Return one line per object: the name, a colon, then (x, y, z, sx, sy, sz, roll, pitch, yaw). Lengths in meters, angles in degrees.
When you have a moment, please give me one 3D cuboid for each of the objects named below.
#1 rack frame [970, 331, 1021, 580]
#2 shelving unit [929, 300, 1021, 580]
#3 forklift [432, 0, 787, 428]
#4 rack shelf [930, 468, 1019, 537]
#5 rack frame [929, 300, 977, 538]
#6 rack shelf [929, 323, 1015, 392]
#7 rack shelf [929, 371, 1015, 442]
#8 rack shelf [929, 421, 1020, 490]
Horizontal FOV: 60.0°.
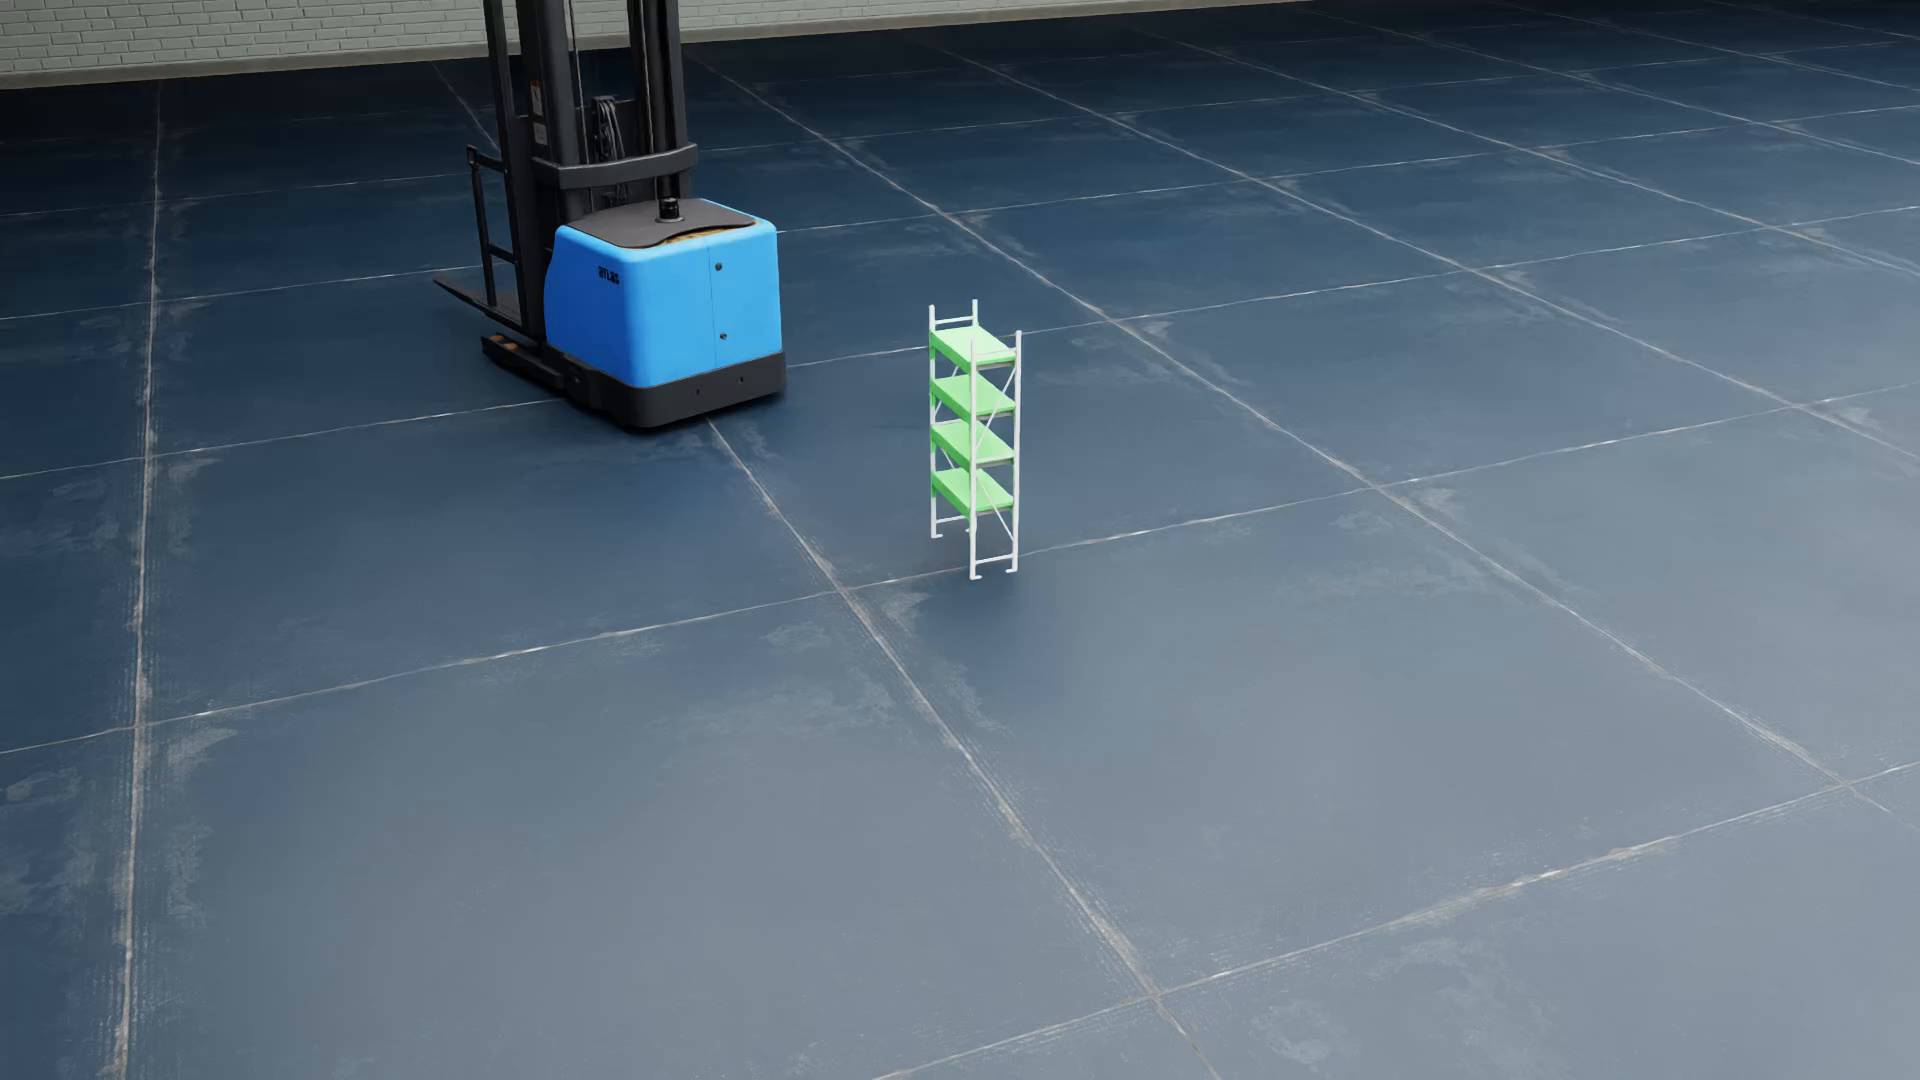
rack frame: (0.160, -0.374, 7.648, 0.240, 1.200, 0.015, -11, 28, -21)
shelving unit: (0.065, -0.472, 7.850, 0.258, 1.200, 0.503, -11, 28, -21)
forklift: (-2.386, -2.518, 10.066, 1.130, 2.935, 3.031, -21, 33, -36)
rack shelf: (0.065, -0.199, 7.983, 0.258, 0.148, 0.480, -11, 28, -21)
rack frame: (-0.031, -0.571, 8.052, 0.240, 1.200, 0.015, -11, 28, -21)
rack shelf: (0.065, -0.846, 7.667, 0.258, 0.148, 0.480, -11, 28, -21)
rack shelf: (0.065, -0.631, 7.773, 0.258, 0.148, 0.480, -11, 28, -21)
rack shelf: (0.065, -0.415, 7.878, 0.258, 0.148, 0.480, -11, 28, -21)
